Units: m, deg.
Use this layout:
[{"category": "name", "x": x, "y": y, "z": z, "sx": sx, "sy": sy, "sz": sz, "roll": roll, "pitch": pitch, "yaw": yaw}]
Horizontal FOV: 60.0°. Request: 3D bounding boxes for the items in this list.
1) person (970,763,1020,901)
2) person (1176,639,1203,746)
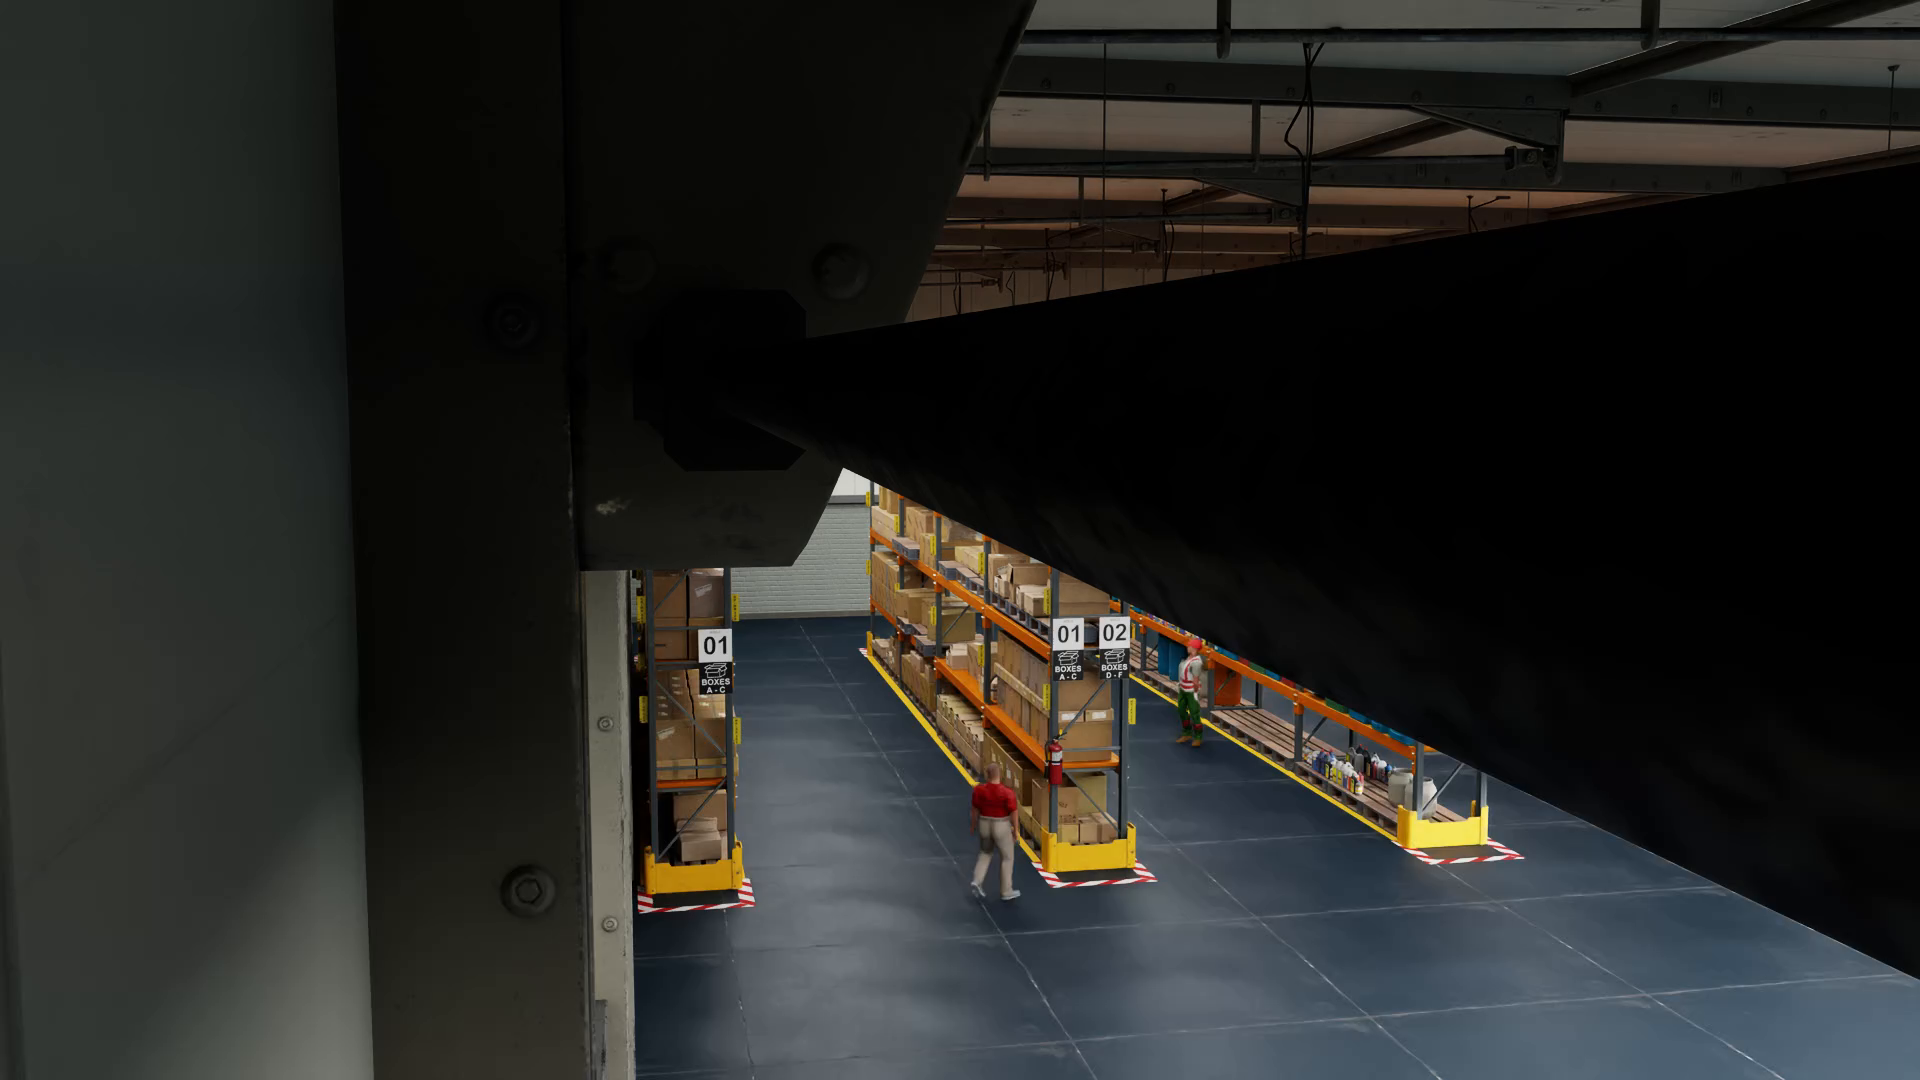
[{"category": "person", "x": 0.416, "y": 3.438, "z": 19.741, "sx": 0.638, "sy": 1.695, "sz": 0.580, "roll": 3, "pitch": 7, "yaw": 28}, {"category": "person", "x": 3.842, "y": 2.538, "z": 27.836, "sx": 0.373, "sy": 1.818, "sz": 0.719, "roll": -2, "pitch": 6, "yaw": -15}]
